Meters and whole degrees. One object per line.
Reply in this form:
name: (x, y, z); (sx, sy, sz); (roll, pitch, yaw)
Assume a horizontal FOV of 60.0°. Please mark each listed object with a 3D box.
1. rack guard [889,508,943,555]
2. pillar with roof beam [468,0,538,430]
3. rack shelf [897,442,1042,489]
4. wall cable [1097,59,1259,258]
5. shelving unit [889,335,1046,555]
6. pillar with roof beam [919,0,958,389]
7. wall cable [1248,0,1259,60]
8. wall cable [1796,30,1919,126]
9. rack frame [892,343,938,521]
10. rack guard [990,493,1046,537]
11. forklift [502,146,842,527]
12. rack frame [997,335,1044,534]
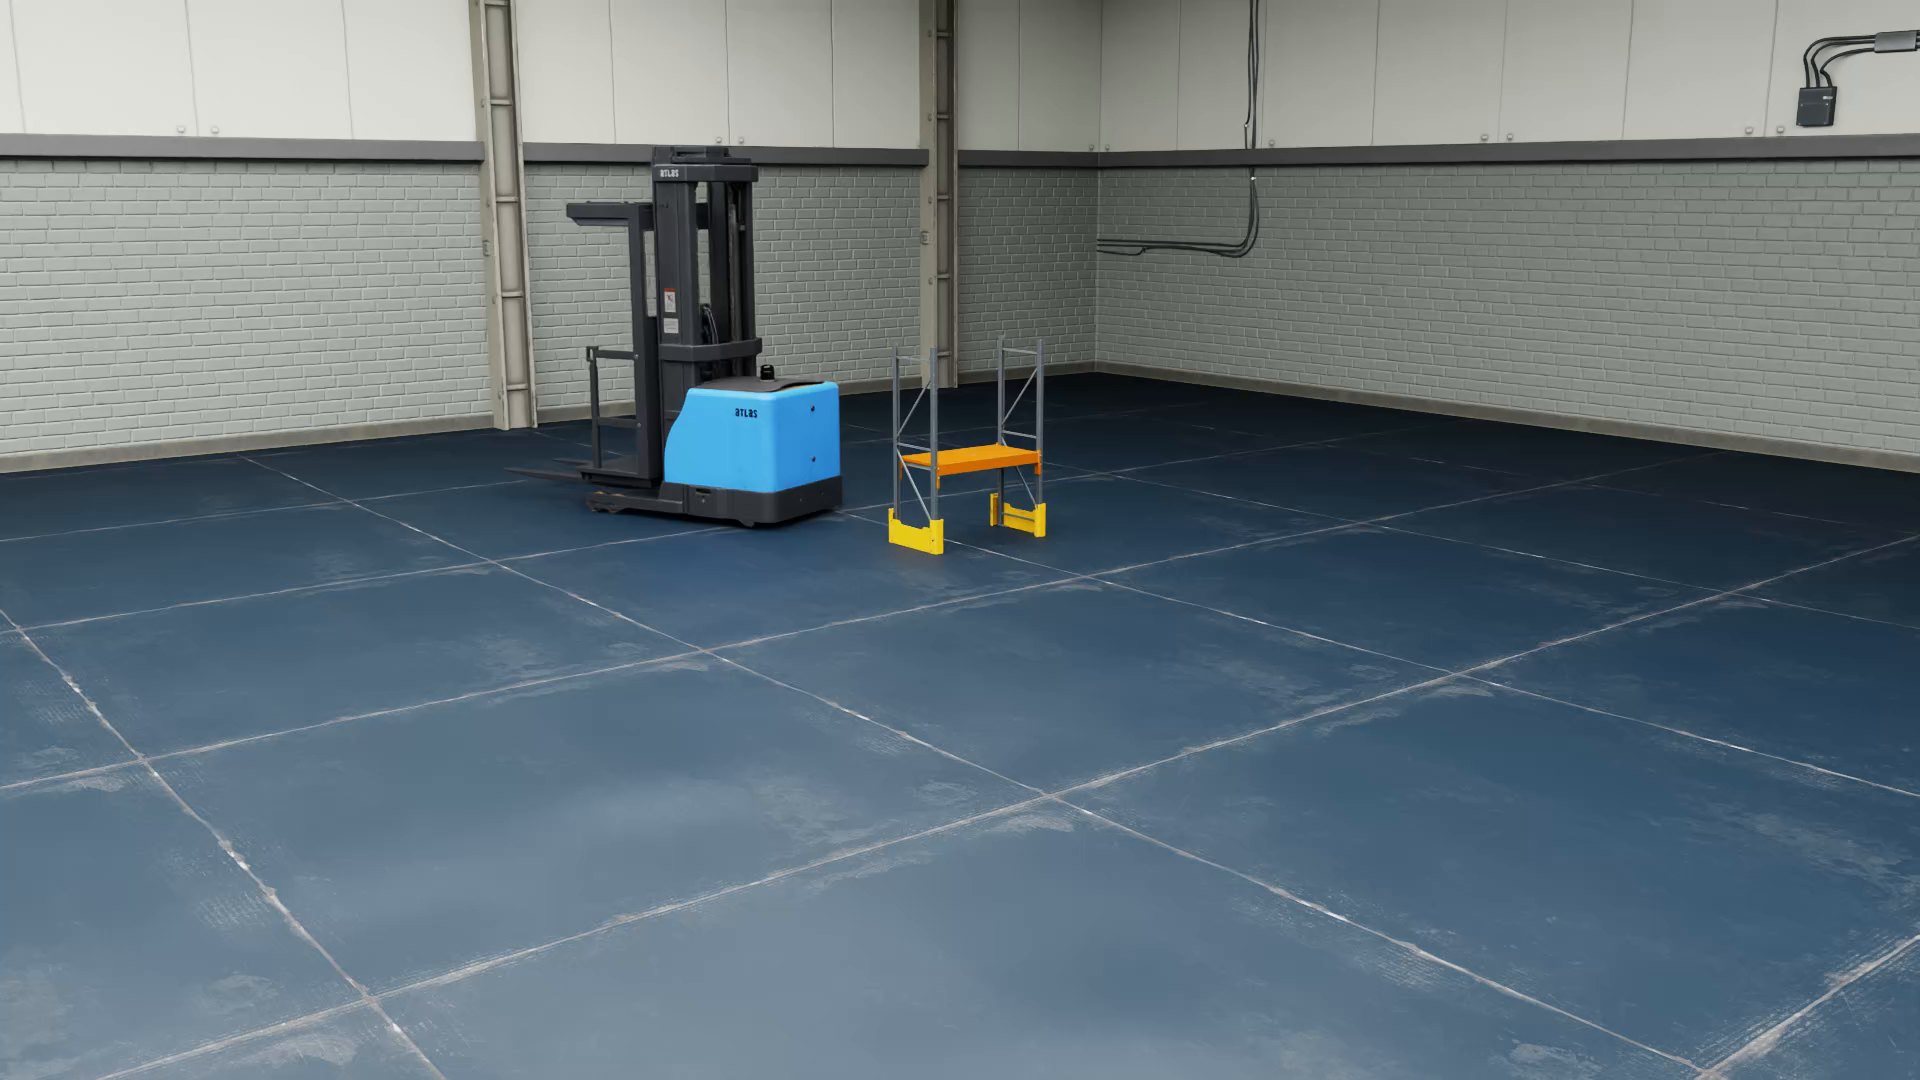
rack guard: (-0.329, -0.068, 12.345); (0.087, 0.250, 0.587); (-9, 15, -38)
pillar with roof beam: (-2.273, -4.964, 14.343); (0.400, 9.000, 9.100); (-9, 15, -38)
rack shelf: (0.067, -0.569, 12.562); (1.000, 0.185, 0.538); (-9, 15, -38)
wall cable: (2.850, -5.090, 22.410); (0.112, 2.526, 3.097); (-9, 15, -38)
shelving unit: (0.060, -0.744, 12.520); (1.083, 1.500, 0.587); (-9, 15, -38)
pillar with roof beam: (2.413, -5.743, 18.009); (0.400, 9.000, 9.100); (-9, 15, -38)
wall cable: (4.540, -7.122, 19.819); (0.112, 2.526, 3.097); (-9, 15, -38)
wall cable: (8.768, -6.731, 14.473); (0.169, 6.003, 2.305); (-9, 15, -38)
rack frame: (-0.330, -0.679, 12.214); (0.032, 1.500, 0.500); (-9, 15, -38)
rack guard: (0.448, -0.197, 12.954); (0.087, 0.250, 0.587); (-9, 15, -38)
forklift: (-2.505, -1.736, 13.748); (3.031, 2.935, 1.130); (7, 14, 29)
rack frame: (0.464, -0.811, 12.836); (0.032, 1.500, 0.500); (-9, 15, -38)
